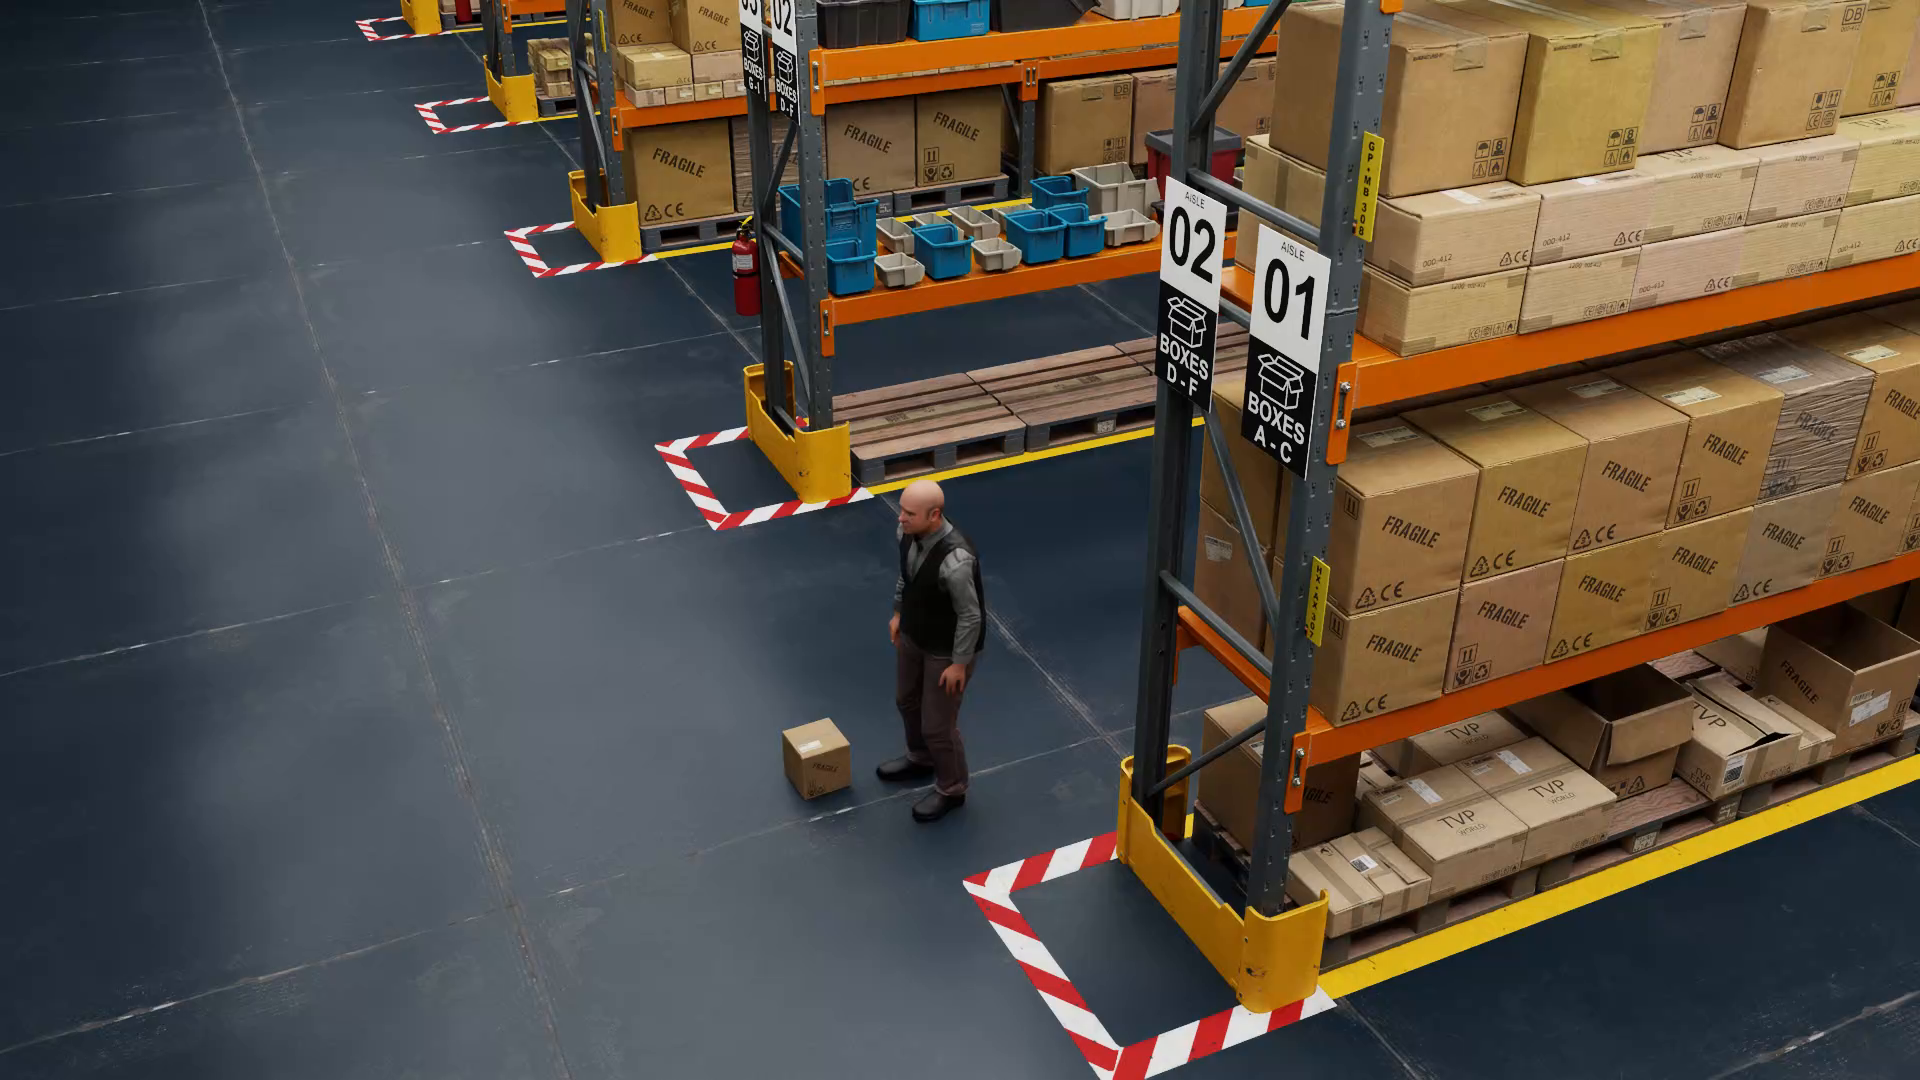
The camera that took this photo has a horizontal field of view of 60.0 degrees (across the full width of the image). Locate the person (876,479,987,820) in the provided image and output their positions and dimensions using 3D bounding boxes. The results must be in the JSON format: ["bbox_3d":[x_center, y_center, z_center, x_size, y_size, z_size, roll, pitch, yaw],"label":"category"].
[{"bbox_3d":[-0.108,0.470,7.638,0.418,1.721,0.595,-16,33,-27],"label":"person"}]
